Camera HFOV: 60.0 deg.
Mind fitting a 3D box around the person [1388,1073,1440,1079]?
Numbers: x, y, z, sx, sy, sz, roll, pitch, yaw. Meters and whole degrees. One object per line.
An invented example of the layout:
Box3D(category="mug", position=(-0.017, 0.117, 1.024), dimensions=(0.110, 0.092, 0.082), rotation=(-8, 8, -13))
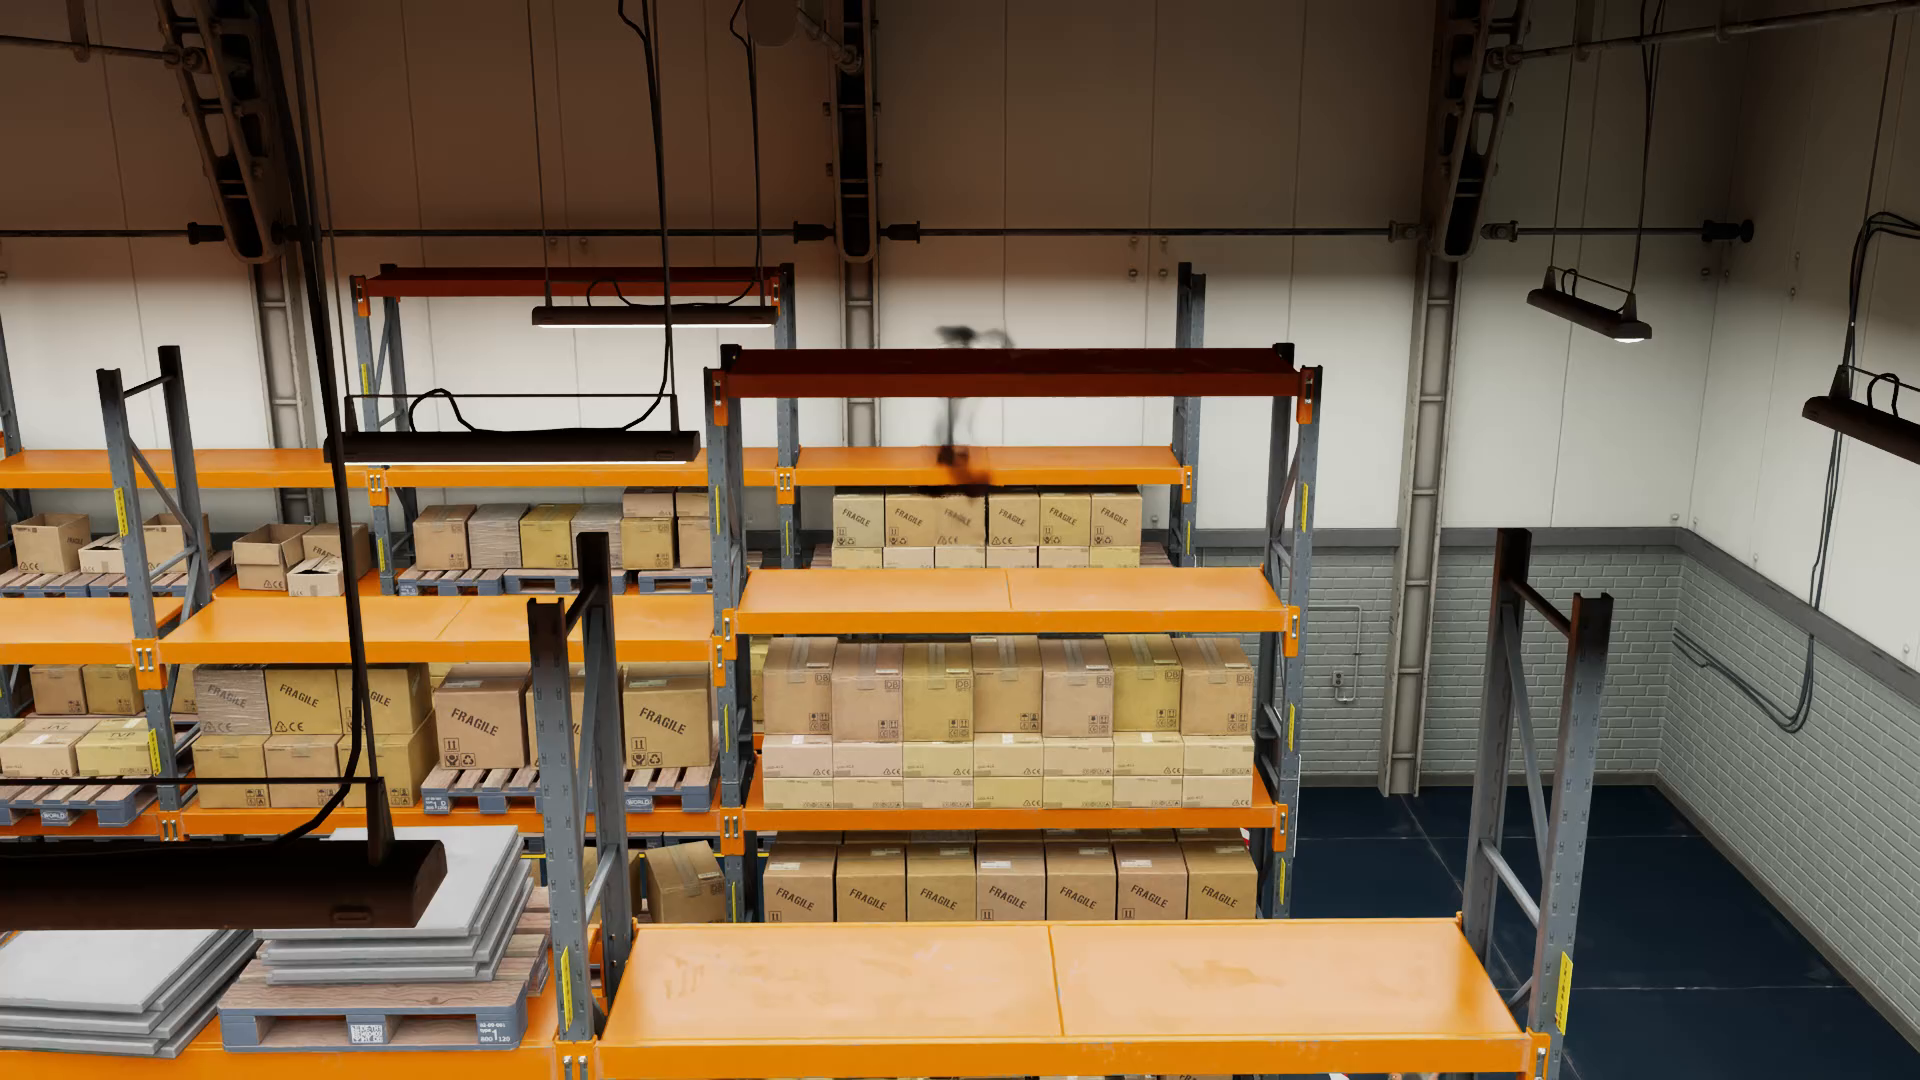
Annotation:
Box3D(category="person", position=(3.311, 3.985, 12.140), dimensions=(0.623, 1.493, 0.506), rotation=(8, 18, 25))
